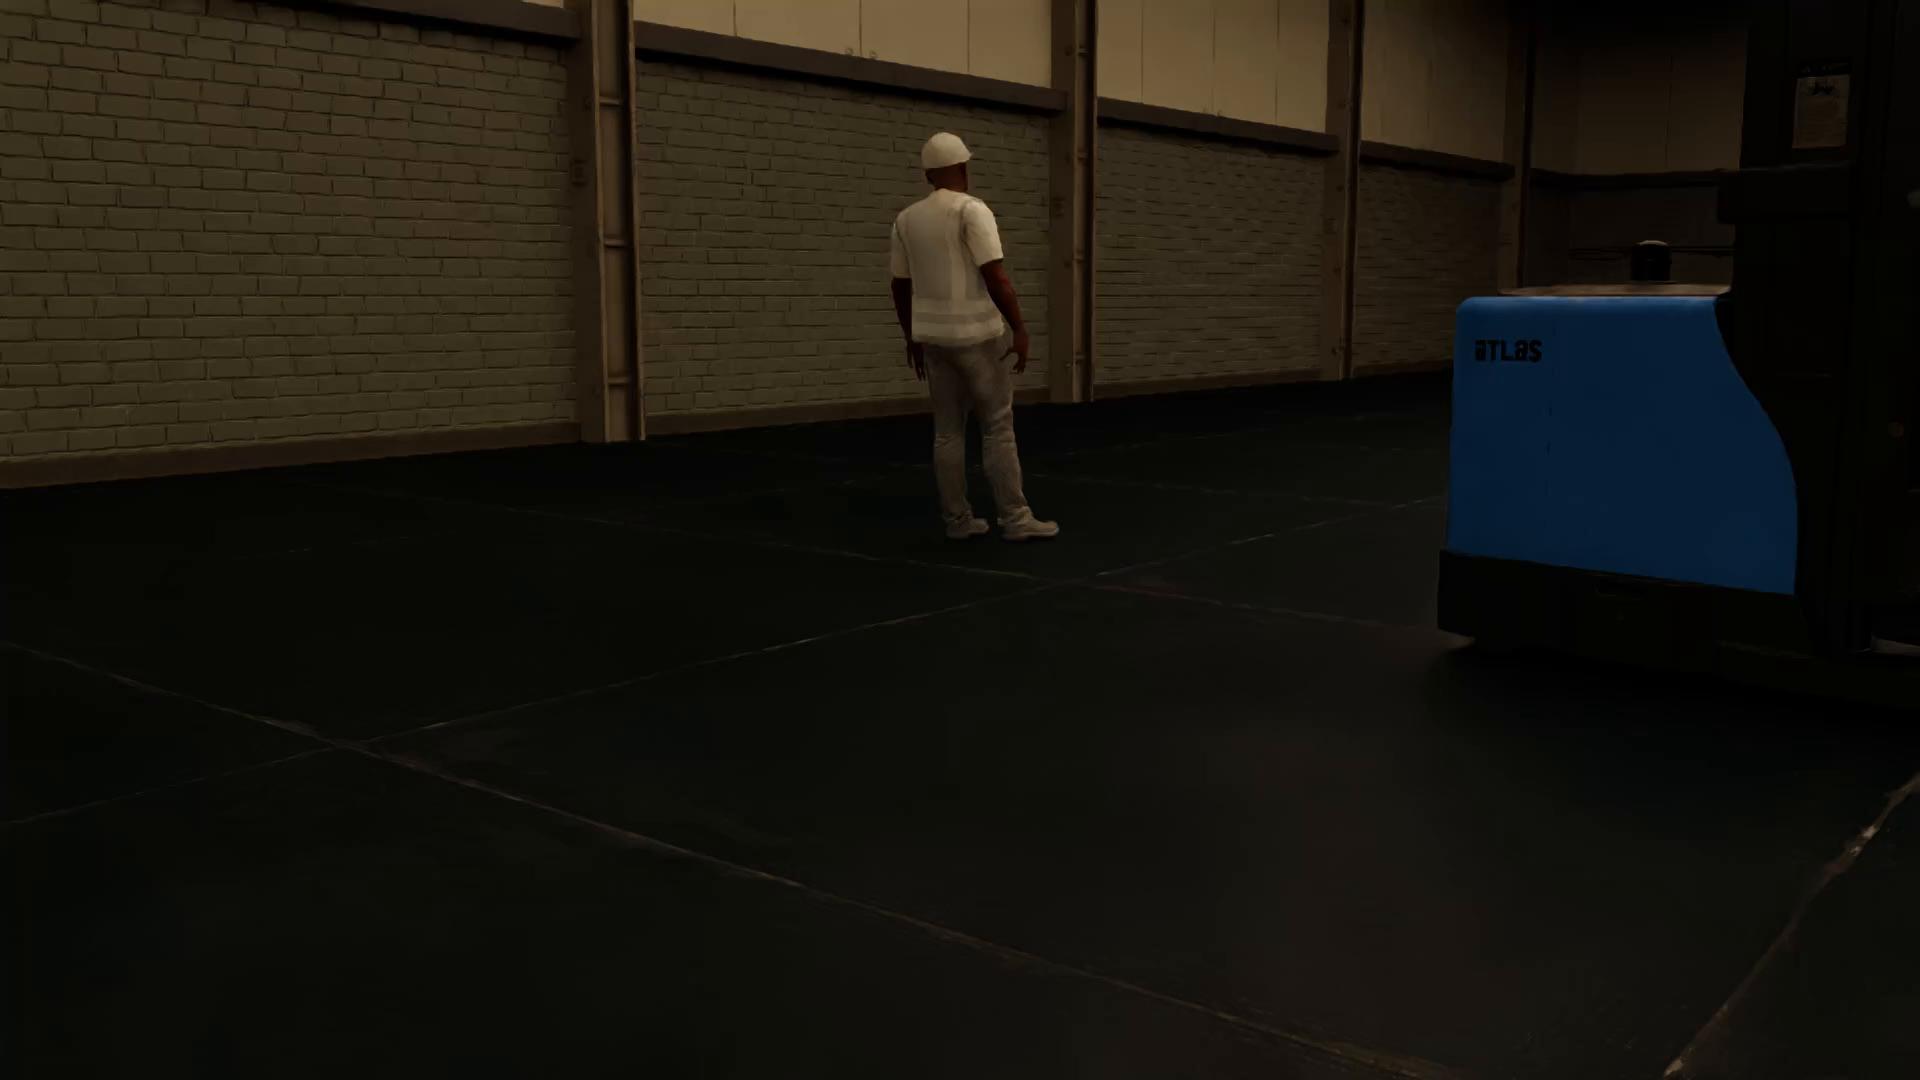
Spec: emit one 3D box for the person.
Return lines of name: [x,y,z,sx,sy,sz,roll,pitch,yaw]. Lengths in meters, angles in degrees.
person: [0.048,-0.888,7.326,0.665,1.766,0.576,7,11,38]

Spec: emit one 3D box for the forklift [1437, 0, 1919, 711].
forklift: [2.830,-1.002,4.133,1.130,2.935,3.031,-8,11,-42]
